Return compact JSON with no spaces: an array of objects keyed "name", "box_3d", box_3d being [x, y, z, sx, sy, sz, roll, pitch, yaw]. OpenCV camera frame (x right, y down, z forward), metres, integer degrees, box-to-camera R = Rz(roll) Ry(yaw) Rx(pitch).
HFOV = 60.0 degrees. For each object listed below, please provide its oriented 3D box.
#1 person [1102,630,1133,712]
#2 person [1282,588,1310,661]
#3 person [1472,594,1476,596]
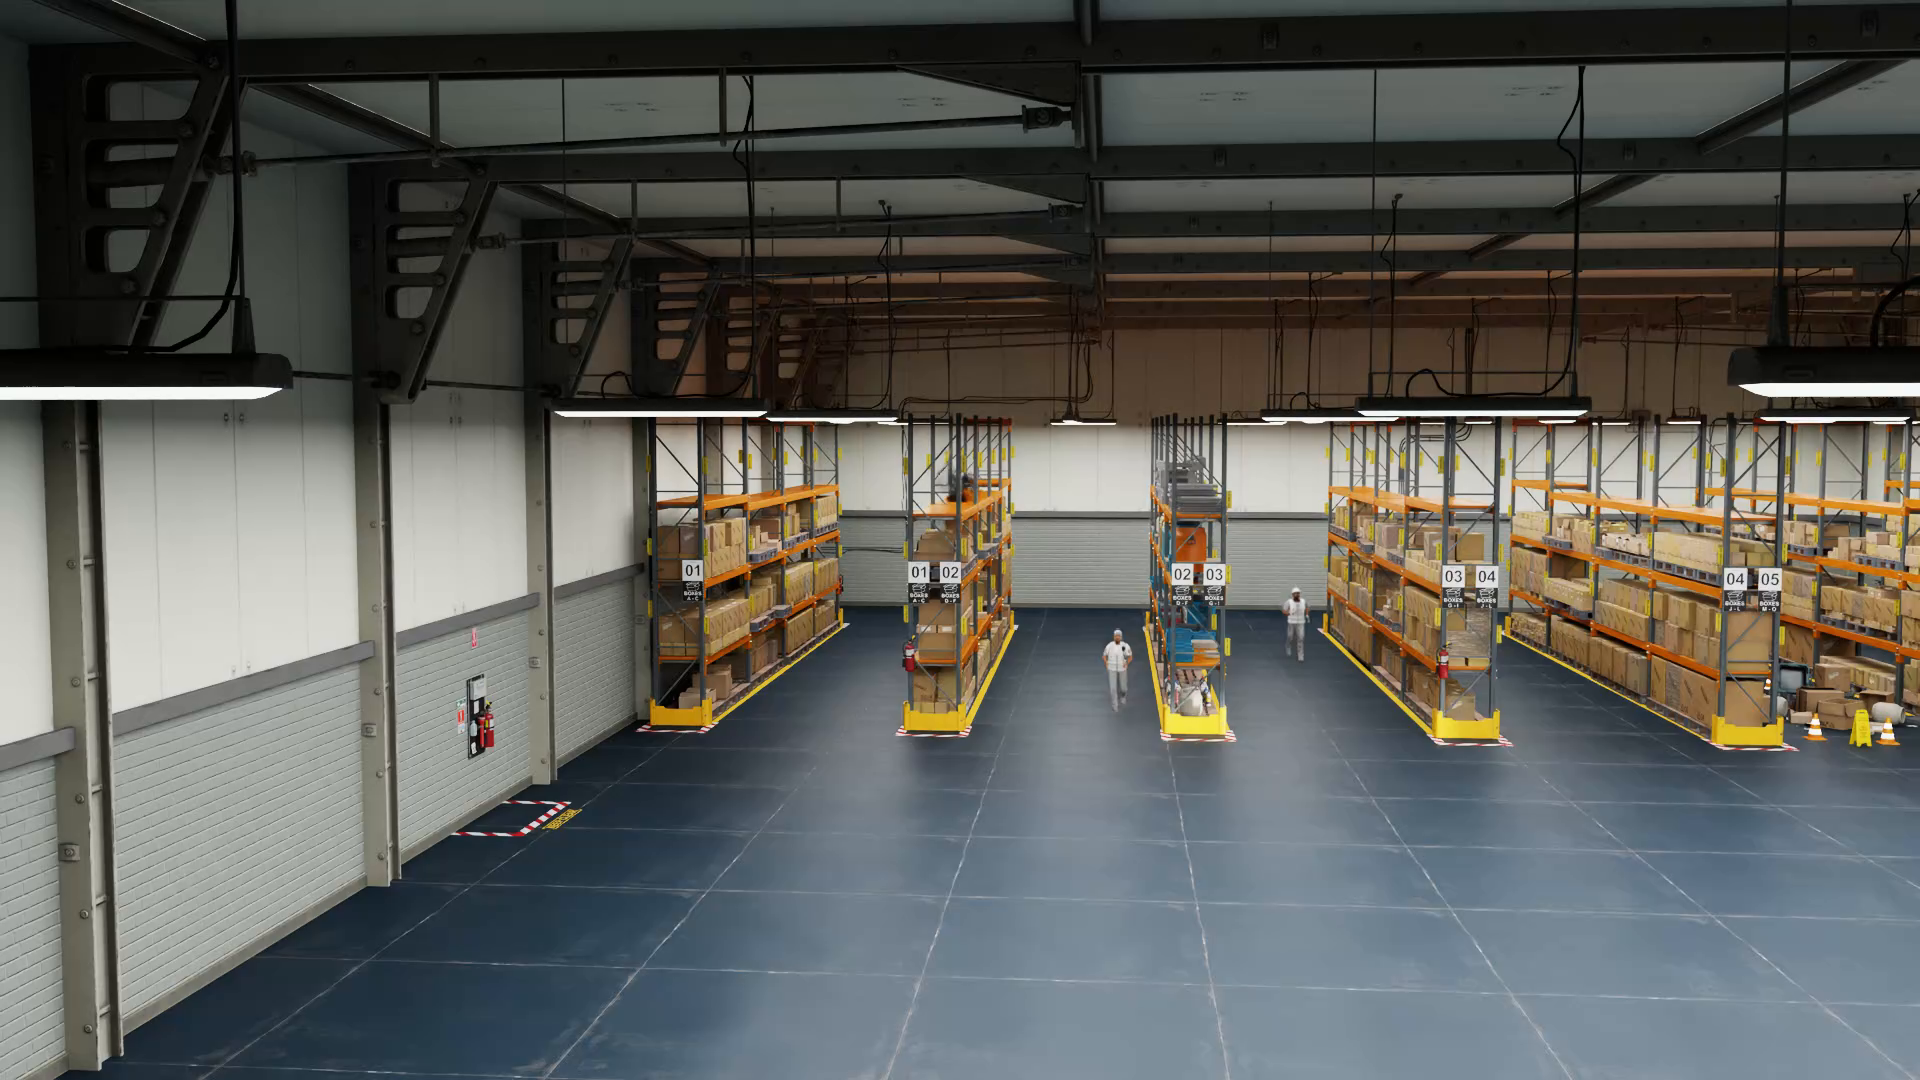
[{"name":"person","box_3d":[3.166,2.620,33.504,0.611,1.618,0.652,0,4,7]},{"name":"person","box_3d":[8.280,2.060,40.960,0.696,1.761,0.991,0,4,0]},{"name":"person","box_3d":[13.210,2.006,42.402,0.641,1.812,0.790,0,4,6]}]
